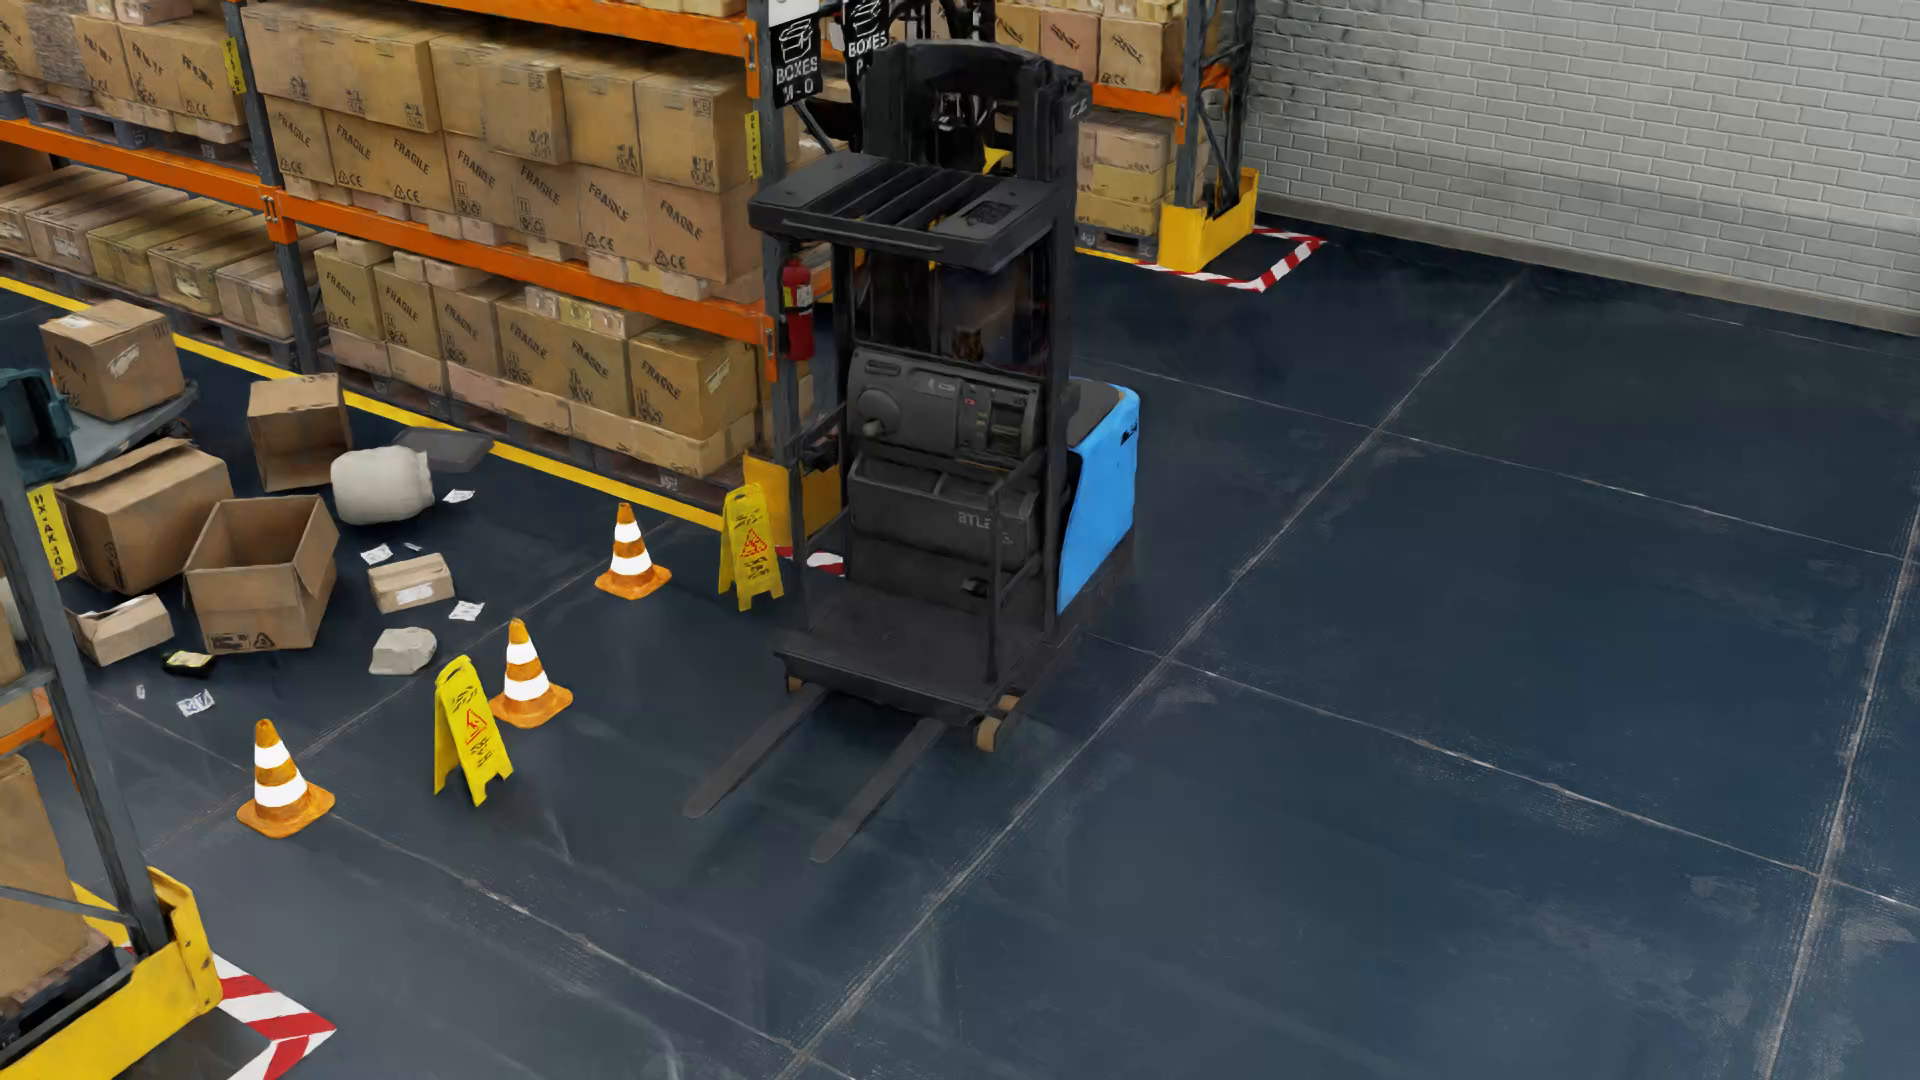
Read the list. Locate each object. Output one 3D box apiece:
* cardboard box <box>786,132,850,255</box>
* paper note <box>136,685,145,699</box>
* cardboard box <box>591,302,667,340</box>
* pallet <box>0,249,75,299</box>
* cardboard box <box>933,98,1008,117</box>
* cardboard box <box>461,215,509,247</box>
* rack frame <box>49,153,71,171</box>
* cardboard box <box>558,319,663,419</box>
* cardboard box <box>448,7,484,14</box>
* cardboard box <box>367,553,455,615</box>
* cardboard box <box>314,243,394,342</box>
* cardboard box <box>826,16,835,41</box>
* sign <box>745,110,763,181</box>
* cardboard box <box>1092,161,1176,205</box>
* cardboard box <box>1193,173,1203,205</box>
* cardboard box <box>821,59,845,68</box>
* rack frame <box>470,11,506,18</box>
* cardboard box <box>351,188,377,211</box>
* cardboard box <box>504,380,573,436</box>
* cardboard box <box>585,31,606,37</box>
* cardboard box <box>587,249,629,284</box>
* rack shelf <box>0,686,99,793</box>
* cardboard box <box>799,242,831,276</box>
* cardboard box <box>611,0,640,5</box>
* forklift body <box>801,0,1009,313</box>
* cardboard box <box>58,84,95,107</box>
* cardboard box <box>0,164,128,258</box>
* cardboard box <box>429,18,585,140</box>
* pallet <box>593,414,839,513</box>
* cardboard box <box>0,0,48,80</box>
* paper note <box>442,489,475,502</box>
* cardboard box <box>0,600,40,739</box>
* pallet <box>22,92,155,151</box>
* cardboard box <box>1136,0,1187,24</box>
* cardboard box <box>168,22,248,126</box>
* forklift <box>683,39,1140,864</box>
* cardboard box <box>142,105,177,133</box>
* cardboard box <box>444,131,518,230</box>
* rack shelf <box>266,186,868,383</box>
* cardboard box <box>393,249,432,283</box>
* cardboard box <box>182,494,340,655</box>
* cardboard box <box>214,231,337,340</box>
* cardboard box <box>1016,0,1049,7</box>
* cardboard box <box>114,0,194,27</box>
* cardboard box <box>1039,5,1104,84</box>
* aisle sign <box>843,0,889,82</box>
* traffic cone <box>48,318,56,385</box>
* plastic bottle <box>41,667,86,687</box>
[{"bbox_3d":[-0.947,-1.934,9.193,0.500,0.500,0.500,17,34,27],"label":"cardboard box"},{"bbox_3d":[-3.937,0.730,7.989,0.032,0.001,0.123,-15,33,-24],"label":"paper note"},{"bbox_3d":[-1.857,-1.287,9.404,0.250,0.149,0.380,19,35,29],"label":"cardboard box"},{"bbox_3d":[-6.808,-2.245,12.889,1.213,0.211,1.003,18,35,27],"label":"pallet"},{"bbox_3d":[0.094,-3.456,13.517,0.500,0.250,0.500,17,34,26],"label":"cardboard box"},{"bbox_3d":[-2.678,-1.856,9.704,0.250,0.149,0.380,17,34,27],"label":"cardboard box"},{"bbox_3d":[-7.469,-3.660,12.547,0.127,3.000,1.000,18,35,27],"label":"rack frame"},{"bbox_3d":[-1.954,-1.076,9.685,0.500,0.500,0.500,19,35,29],"label":"cardboard box"},{"bbox_3d":[-5.109,-5.434,17.008,0.250,0.149,0.380,20,35,30],"label":"cardboard box"},{"bbox_3d":[-2.876,0.226,8.715,0.380,0.149,0.250,-15,33,-24],"label":"cardboard box"},{"bbox_3d":[-3.725,-1.633,10.639,0.500,0.500,0.500,19,35,30],"label":"cardboard box"},{"bbox_3d":[-0.758,-4.388,13.696,0.500,0.500,0.500,18,35,28],"label":"cardboard box"},{"bbox_3d":[-1.005,-1.922,8.105,0.005,0.325,0.100,18,35,27],"label":"sign"},{"bbox_3d":[1.364,-2.843,12.962,0.500,0.250,0.500,17,34,27],"label":"cardboard box"},{"bbox_3d":[1.631,-2.845,13.462,0.500,0.250,0.500,18,35,28],"label":"cardboard box"},{"bbox_3d":[-0.925,-4.084,14.593,0.500,0.250,0.500,18,35,28],"label":"cardboard box"},{"bbox_3d":[-4.833,-5.779,16.180,0.127,3.000,1.000,18,35,27],"label":"rack frame"},{"bbox_3d":[-3.502,-2.155,10.216,0.250,0.149,0.380,17,34,27],"label":"cardboard box"},{"bbox_3d":[-2.401,-0.892,10.114,0.500,0.250,0.500,16,34,26],"label":"cardboard box"},{"bbox_3d":[-3.754,-4.590,16.082,0.625,0.625,0.875,19,35,29],"label":"cardboard box"},{"bbox_3d":[-1.837,-1.571,9.216,0.250,0.149,0.380,18,35,28],"label":"cardboard box"},{"bbox_3d":[-4.933,0.398,6.305,4.000,0.370,1.077,18,35,27],"label":"rack shelf"},{"bbox_3d":[-0.870,-1.588,9.244,0.250,0.149,0.380,18,35,28],"label":"cardboard box"},{"bbox_3d":[-1.579,-2.818,8.377,0.250,0.149,0.380,19,35,29],"label":"cardboard box"},{"bbox_3d":[-0.633,-2.999,12.256,1.214,2.155,2.313,18,35,27],"label":"forklift body"},{"bbox_3d":[-5.949,-3.113,11.441,0.250,0.149,0.380,19,35,29],"label":"cardboard box"},{"bbox_3d":[-6.995,-2.551,12.836,0.625,0.372,0.950,15,34,24],"label":"cardboard box"},{"bbox_3d":[-2.502,-2.588,9.323,0.500,0.500,0.700,17,34,27],"label":"cardboard box"},{"bbox_3d":[-1.426,-0.565,10.010,1.213,0.211,1.003,18,35,27],"label":"pallet"},{"bbox_3d":[-6.312,-3.518,11.492,0.500,0.500,0.500,18,35,28],"label":"cardboard box"},{"bbox_3d":[-2.914,-0.262,9.668,0.148,0.019,0.142,6,31,10],"label":"paper note"},{"bbox_3d":[-3.577,0.478,5.305,0.550,0.550,0.875,18,35,27],"label":"cardboard box"},{"bbox_3d":[-5.770,-3.064,11.716,1.213,0.211,1.003,18,35,27],"label":"pallet"},{"bbox_3d":[1.500,-3.933,12.272,0.250,0.149,0.380,18,35,28],"label":"cardboard box"},{"bbox_3d":[-4.594,-2.967,10.548,0.500,0.500,0.500,17,34,26],"label":"cardboard box"},{"bbox_3d":[-0.177,-0.547,7.279,1.130,2.935,3.031,14,33,22],"label":"forklift"},{"bbox_3d":[-5.115,-2.813,10.928,0.250,0.149,0.380,17,34,27],"label":"cardboard box"},{"bbox_3d":[-2.562,-2.132,9.533,0.500,0.500,0.500,18,35,28],"label":"cardboard box"},{"bbox_3d":[-2.387,-1.742,9.973,4.000,0.370,1.077,18,35,27],"label":"rack shelf"},{"bbox_3d":[-3.214,-1.717,10.140,0.250,0.149,0.380,19,35,29],"label":"cardboard box"},{"bbox_3d":[-3.526,0.172,8.457,0.637,0.503,0.797,-4,30,-7],"label":"cardboard box"},{"bbox_3d":[-4.526,-1.774,11.505,0.625,0.372,0.950,18,35,28],"label":"cardboard box"},{"bbox_3d":[0.626,-4.207,12.741,0.250,0.149,0.380,16,34,26],"label":"cardboard box"},{"bbox_3d":[-5.182,-3.428,10.694,0.250,0.149,0.380,16,34,26],"label":"cardboard box"},{"bbox_3d":[0.952,-3.842,12.760,0.500,0.500,0.500,19,35,29],"label":"cardboard box"},{"bbox_3d":[-0.476,-2.755,8.416,0.004,0.787,0.394,18,35,27],"label":"aisle sign"},{"bbox_3d":[-5.875,-1.227,10.894,0.334,0.463,0.336,18,35,27],"label":"traffic cone"},{"bbox_3d":[-4.345,0.696,7.997,0.133,0.061,0.283,6,31,10],"label":"plastic bottle"}]
